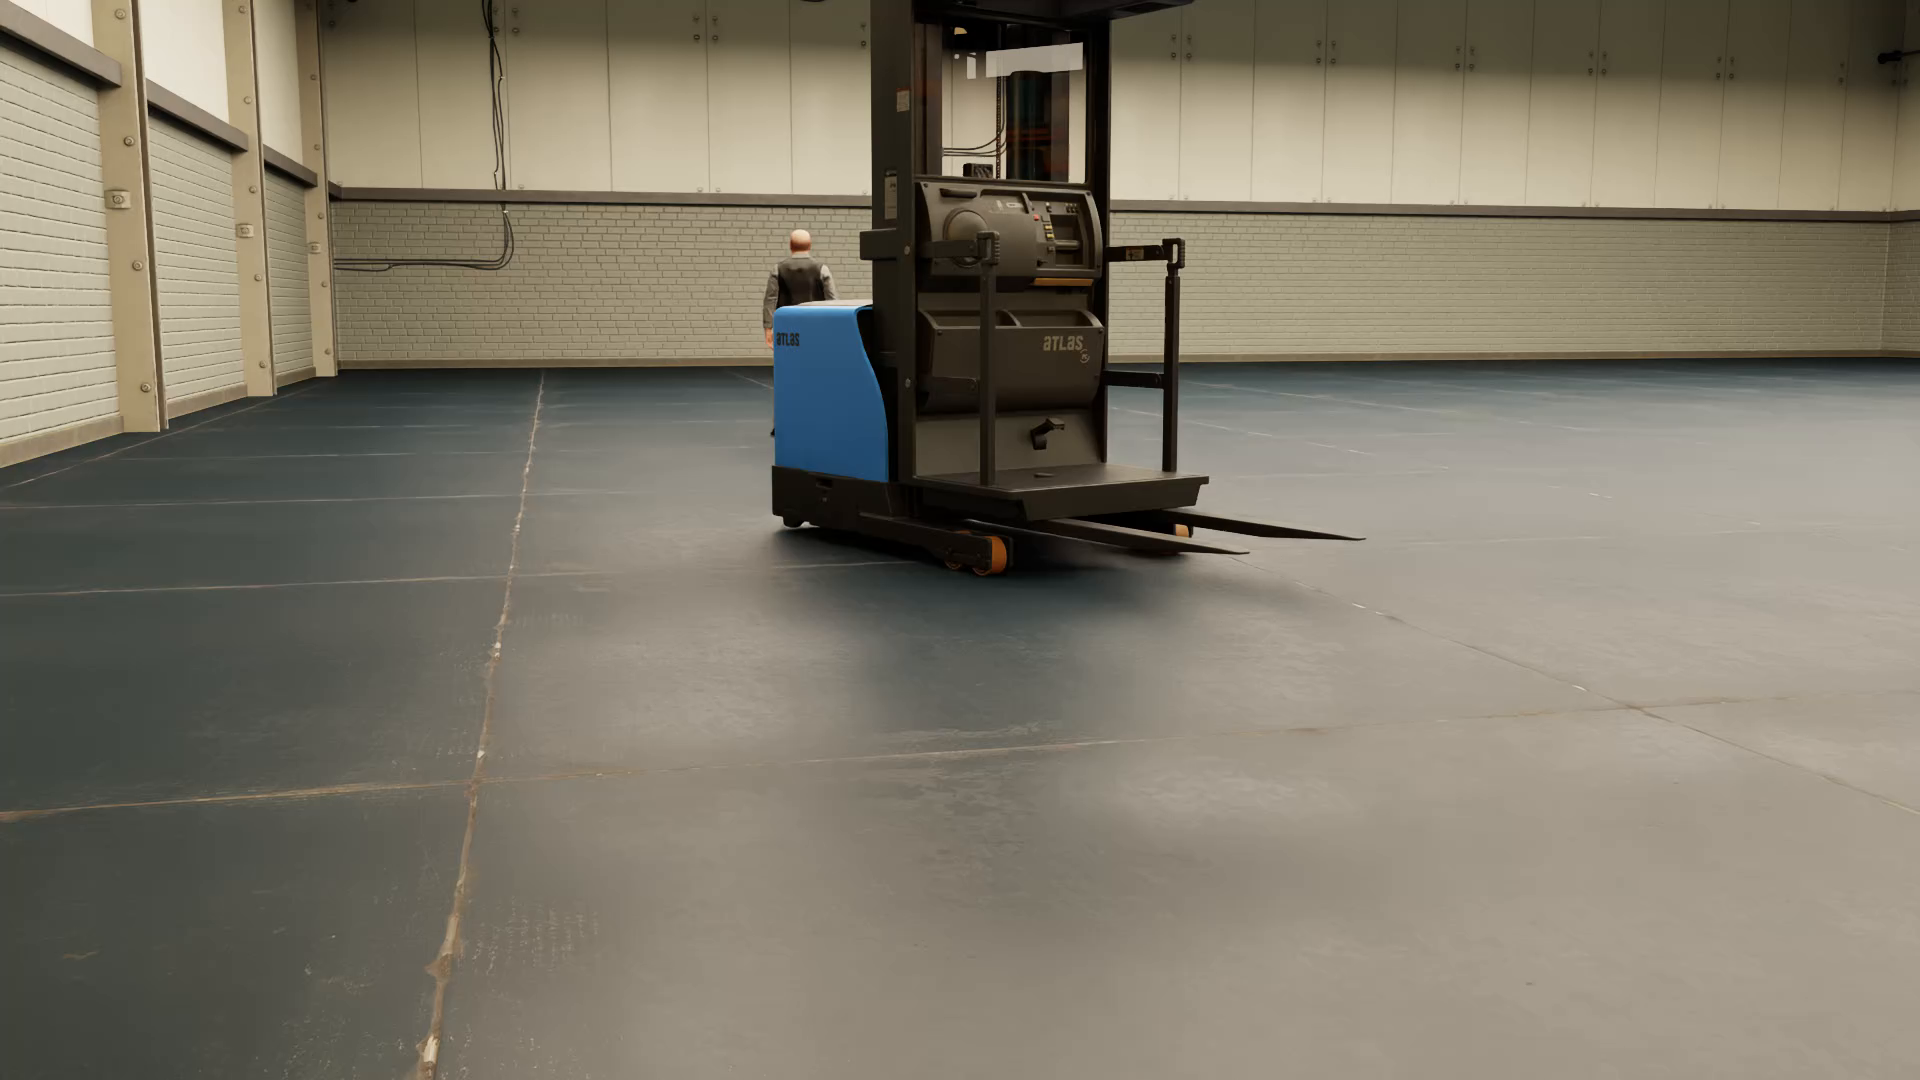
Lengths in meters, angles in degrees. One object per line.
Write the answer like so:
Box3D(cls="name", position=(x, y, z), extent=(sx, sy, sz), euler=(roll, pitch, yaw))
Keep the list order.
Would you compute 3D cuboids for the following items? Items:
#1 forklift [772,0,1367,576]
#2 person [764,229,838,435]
Box3D(cls="forklift", position=(0.355, -1.383, 7.015), extent=(1.130, 2.935, 3.031), euler=(-6, 10, -35))
Box3D(cls="person", position=(-1.310, -1.700, 13.869), extent=(0.617, 1.759, 0.550), euler=(0, 8, -1))
